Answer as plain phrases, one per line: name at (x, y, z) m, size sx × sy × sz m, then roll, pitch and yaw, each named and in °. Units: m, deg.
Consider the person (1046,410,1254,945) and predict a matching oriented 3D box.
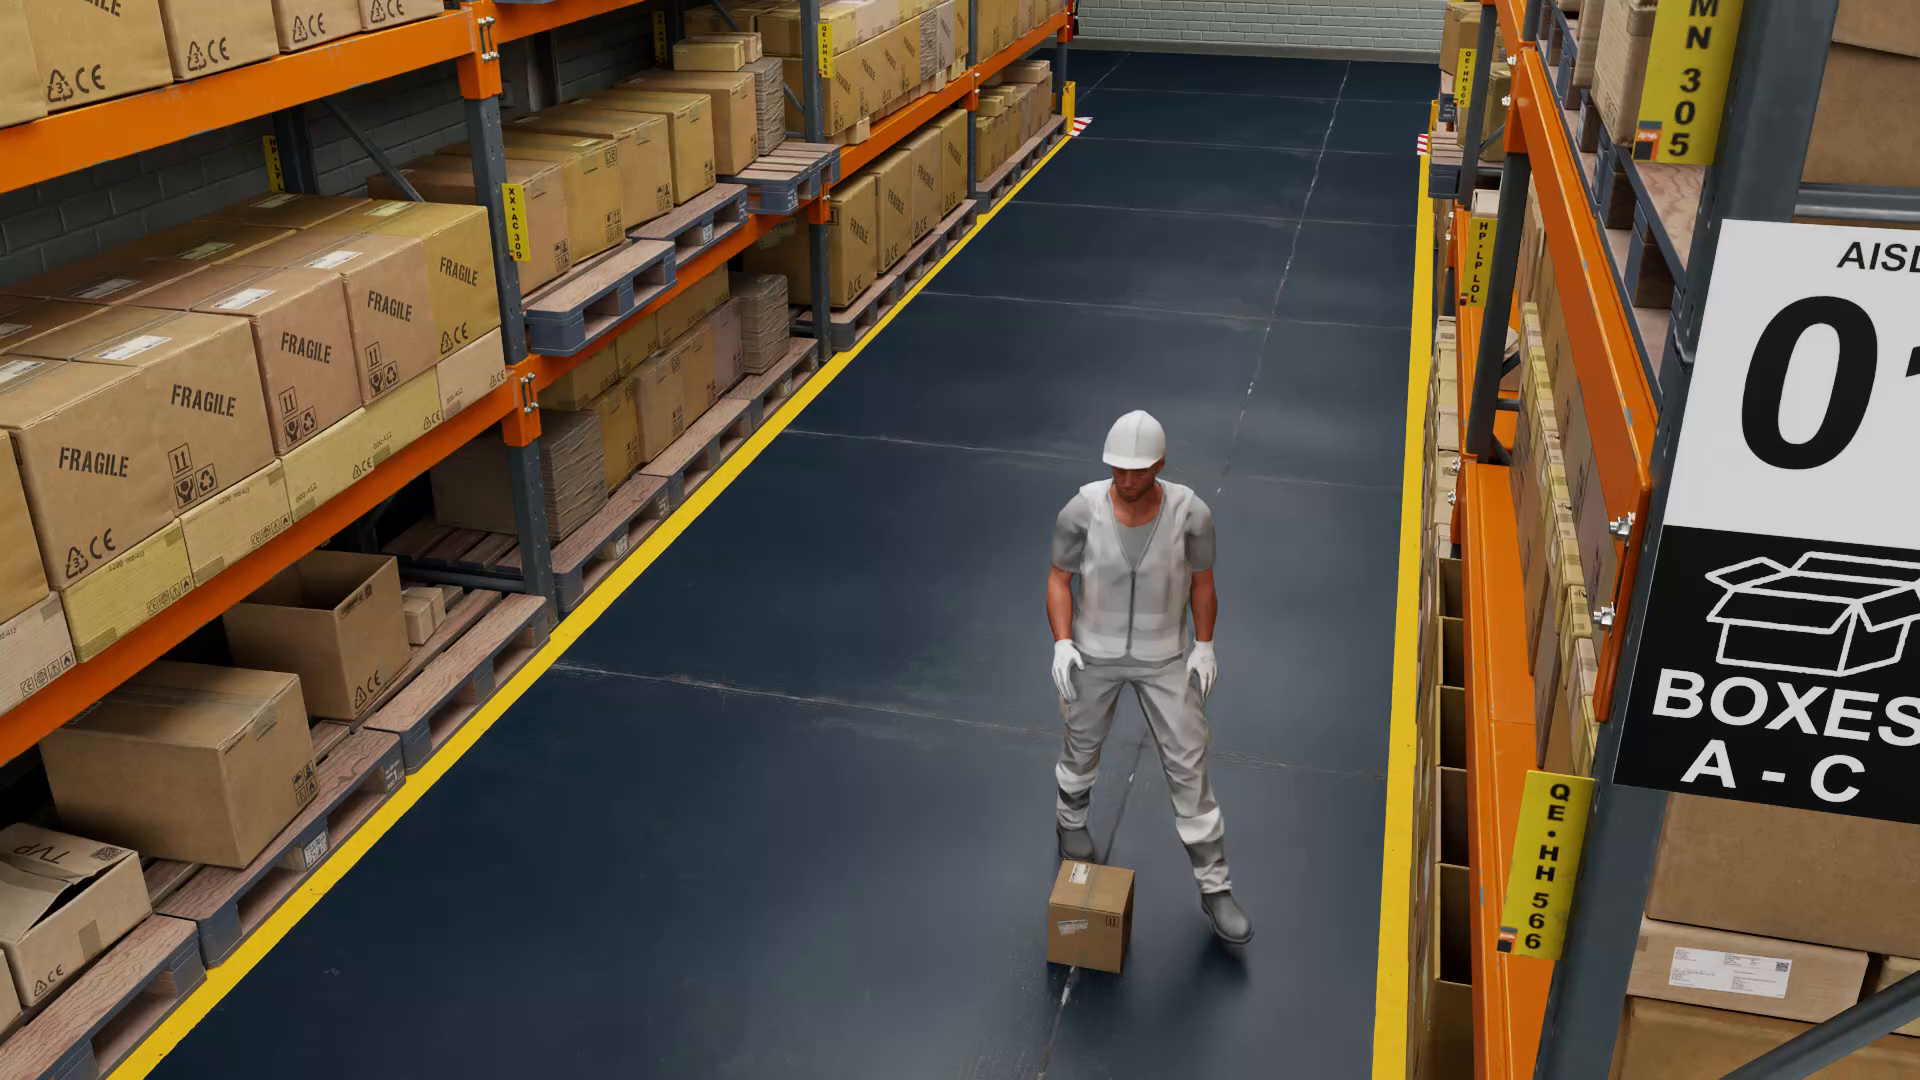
person at (0.654, 0.455, 5.599) m, size 0.750 × 1.767 × 0.779 m, roll 2°, pitch 25°, yaw 5°
